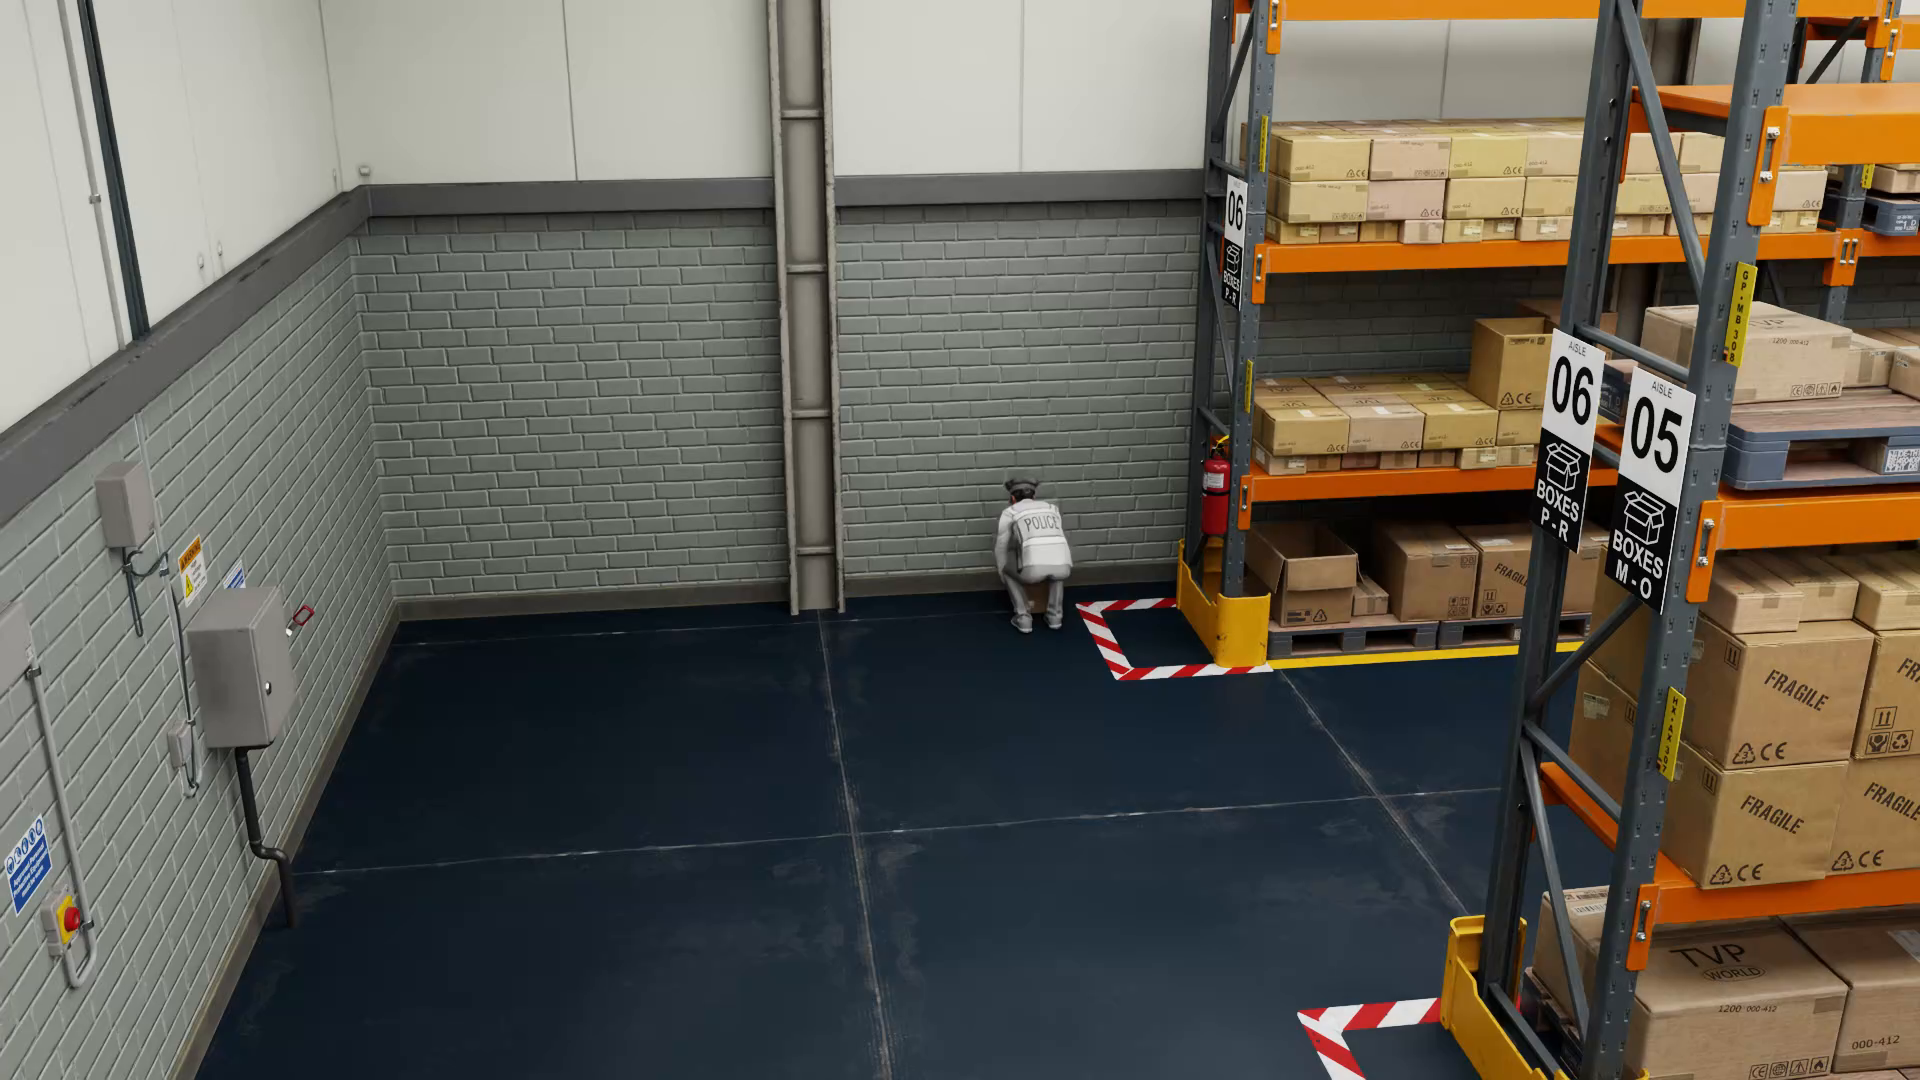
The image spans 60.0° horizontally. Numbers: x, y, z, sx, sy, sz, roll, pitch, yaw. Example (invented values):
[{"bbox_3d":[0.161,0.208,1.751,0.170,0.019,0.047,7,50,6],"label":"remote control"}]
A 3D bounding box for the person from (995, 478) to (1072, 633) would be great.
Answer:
[{"bbox_3d":[0.510,0.107,11.745,0.495,1.008,0.840,-3,20,-8],"label":"person"}]
